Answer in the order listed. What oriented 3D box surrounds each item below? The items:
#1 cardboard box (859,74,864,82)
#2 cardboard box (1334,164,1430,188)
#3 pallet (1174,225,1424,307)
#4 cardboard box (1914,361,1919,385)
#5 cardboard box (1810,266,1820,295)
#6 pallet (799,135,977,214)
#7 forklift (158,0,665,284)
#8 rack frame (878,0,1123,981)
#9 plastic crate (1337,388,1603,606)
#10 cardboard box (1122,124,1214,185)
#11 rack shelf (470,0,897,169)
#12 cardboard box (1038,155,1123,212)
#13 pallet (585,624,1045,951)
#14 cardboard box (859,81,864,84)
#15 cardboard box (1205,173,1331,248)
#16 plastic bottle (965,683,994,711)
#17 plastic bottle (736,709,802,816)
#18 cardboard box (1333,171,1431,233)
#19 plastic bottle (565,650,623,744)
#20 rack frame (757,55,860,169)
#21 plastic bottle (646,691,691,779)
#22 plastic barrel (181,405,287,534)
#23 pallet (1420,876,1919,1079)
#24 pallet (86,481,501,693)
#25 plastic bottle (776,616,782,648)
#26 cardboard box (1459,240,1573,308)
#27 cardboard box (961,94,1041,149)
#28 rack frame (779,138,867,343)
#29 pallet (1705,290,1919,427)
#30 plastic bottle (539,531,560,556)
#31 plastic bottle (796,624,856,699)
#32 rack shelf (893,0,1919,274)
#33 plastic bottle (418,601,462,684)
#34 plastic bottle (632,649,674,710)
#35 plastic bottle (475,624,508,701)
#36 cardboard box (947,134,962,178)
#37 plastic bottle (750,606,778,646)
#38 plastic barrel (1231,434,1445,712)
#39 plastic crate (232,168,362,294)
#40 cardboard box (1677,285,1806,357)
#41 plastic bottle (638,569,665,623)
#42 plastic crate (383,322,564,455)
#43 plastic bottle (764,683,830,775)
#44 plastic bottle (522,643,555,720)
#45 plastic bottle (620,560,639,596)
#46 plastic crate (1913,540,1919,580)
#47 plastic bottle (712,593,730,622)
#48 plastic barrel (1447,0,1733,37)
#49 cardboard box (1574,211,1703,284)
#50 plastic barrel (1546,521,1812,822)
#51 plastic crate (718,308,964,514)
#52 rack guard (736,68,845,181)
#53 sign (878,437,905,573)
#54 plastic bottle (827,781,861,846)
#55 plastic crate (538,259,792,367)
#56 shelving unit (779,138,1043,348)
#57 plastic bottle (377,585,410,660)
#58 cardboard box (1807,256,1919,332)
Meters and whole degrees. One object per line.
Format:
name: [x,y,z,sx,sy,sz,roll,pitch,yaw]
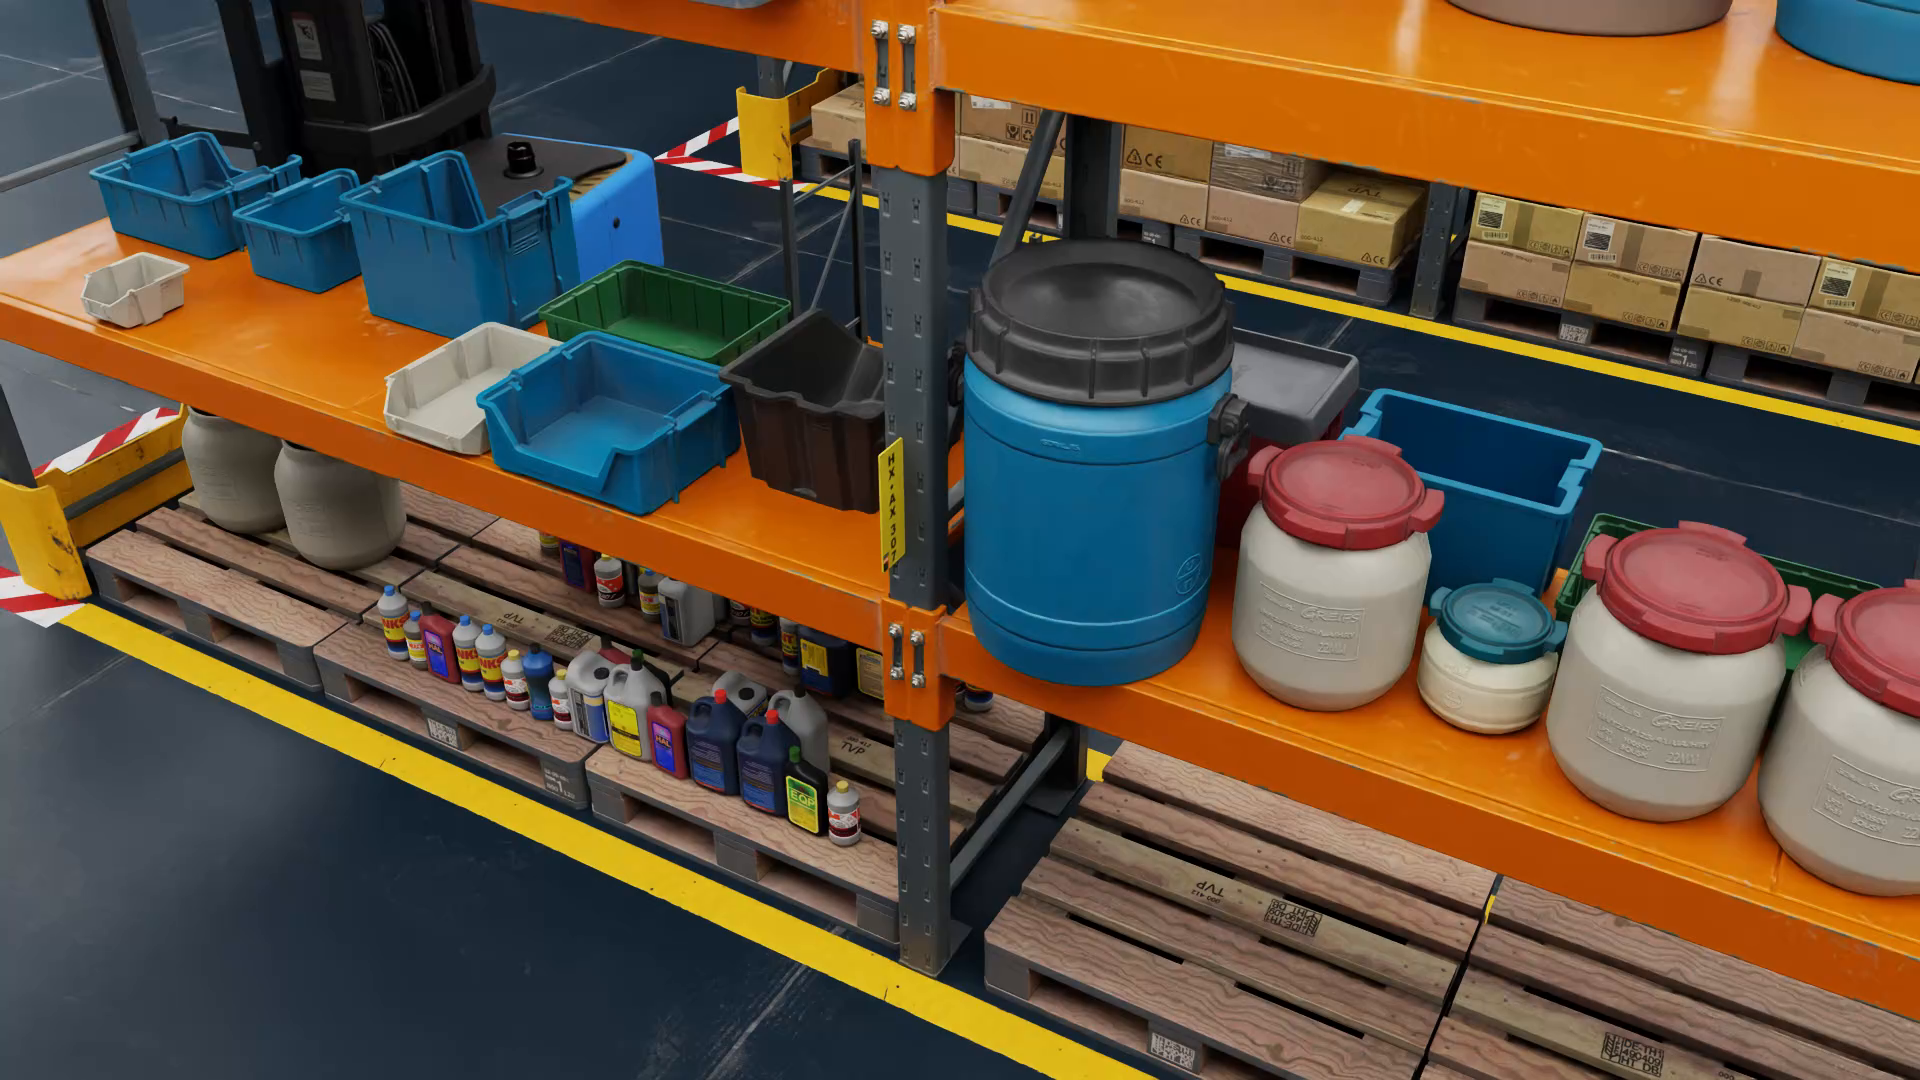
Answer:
cardboard box: [-0.276,-3.047,10.045,0.500,0.500,0.500,18,37,24]
cardboard box: [2.337,-2.230,8.817,0.500,0.500,0.500,18,37,24]
pallet: [1.914,-1.687,9.093,1.213,0.211,1.003,18,37,24]
cardboard box: [4.595,-0.846,7.416,0.500,0.250,0.500,18,38,25]
cardboard box: [4.412,-1.244,8.013,0.500,0.250,0.500,18,38,25]
pallet: [-0.204,-2.358,10.101,1.213,0.211,1.003,18,37,24]
forklift: [-2.926,-2.076,7.223,3.031,2.935,1.130,11,35,16]
rack frame: [0.123,-0.226,4.384,0.127,3.000,1.000,18,37,24]
plastic crate: [1.235,-0.066,4.157,0.575,0.384,0.392,18,37,24]
cardboard box: [1.209,-2.253,8.852,0.500,0.500,0.500,18,37,24]
rack shelf: [-1.613,-1.725,4.578,4.000,0.370,1.077,18,37,24]
cardboard box: [0.768,-2.071,9.256,0.500,0.250,0.500,18,37,24]
pallet: [-0.439,0.730,5.464,1.213,0.211,1.003,18,37,24]
cardboard box: [-0.277,-2.734,10.251,0.500,0.250,0.500,18,37,24]
cardboard box: [1.644,-1.804,8.854,0.500,0.250,0.500,18,37,24]
plastic bottle: [0.064,0.428,5.466,0.097,0.271,0.097,0,34,0]
plastic bottle: [-0.579,0.655,5.053,0.185,0.351,0.144,17,37,23]
cardboard box: [2.332,-1.913,9.018,0.500,0.250,0.500,18,37,24]
plastic bottle: [-1.165,0.498,5.357,0.135,0.276,0.152,18,38,25]
rack frame: [-0.889,-3.709,9.614,0.127,3.000,1.000,18,37,24]
plastic bottle: [-0.908,0.605,5.189,0.133,0.283,0.061,20,39,27]
plastic barrel: [-2.741,-0.321,6.392,0.421,0.512,0.421,0,34,0]
pallet: [1.887,1.467,4.357,1.213,0.211,1.003,18,37,24]
pallet: [-2.558,0.059,6.472,1.213,0.211,1.003,18,37,24]
plastic bottle: [-0.536,0.220,5.707,0.185,0.351,0.144,16,37,22]
cardboard box: [2.811,-1.409,8.262,0.500,0.250,0.500,17,37,23]
cardboard box: [0.342,-2.529,9.267,0.500,0.500,0.500,18,37,24]
rack frame: [-0.515,-0.788,6.579,0.032,1.500,0.500,18,37,24]
pallet: [4.306,-0.929,7.955,1.213,0.211,1.003,18,37,24]
plastic bottle: [-1.538,-0.051,6.247,0.097,0.201,0.097,0,34,0]
plastic bottle: [-0.444,0.341,5.525,0.185,0.351,0.144,18,37,24]
rack shelf: [1.859,-0.625,2.926,4.000,0.370,1.077,18,37,24]
plastic bottle: [-1.743,0.341,5.586,0.133,0.283,0.061,18,38,25]
plastic bottle: [-0.998,0.485,5.369,0.133,0.283,0.061,18,37,24]
plastic bottle: [-1.546,0.396,5.513,0.097,0.271,0.097,0,34,0]
cardboard box: [-0.098,-2.349,9.673,0.500,0.250,0.500,18,37,24]
plastic bottle: [-0.682,0.230,5.763,0.097,0.271,0.097,0,34,0]
plastic barrel: [0.845,0.086,3.792,0.433,0.535,0.433,0,34,0]
plastic crate: [-2.206,-1.089,5.814,0.408,0.251,0.499,18,37,24]
cardboard box: [3.705,-1.127,7.838,0.500,0.250,0.500,16,37,23]
plastic bottle: [-1.088,0.184,5.895,0.097,0.201,0.097,0,34,0]
plastic crate: [-1.413,-0.441,4.944,0.437,0.136,0.530,18,37,24]
plastic bottle: [-0.508,0.585,5.158,0.185,0.351,0.144,18,37,24]
plastic bottle: [-1.370,0.452,5.429,0.097,0.271,0.097,0,34,0]
plastic bottle: [-1.212,0.039,6.046,0.135,0.276,0.152,17,37,23]
plastic crate: [2.345,0.255,3.602,0.583,0.464,0.402,18,37,24]
plastic bottle: [-0.905,0.103,5.883,0.185,0.351,0.144,17,37,24]
plastic barrel: [1.240,-1.468,3.090,0.600,0.901,0.600,0,34,0]
cardboard box: [3.251,-1.499,7.891,0.500,0.311,0.500,17,37,24]
plastic barrel: [1.482,0.288,3.489,0.433,0.535,0.433,0,34,0]
plastic crate: [-0.268,-0.406,4.709,0.504,0.338,0.767,18,37,24]
rack guard: [-0.910,-2.675,10.316,0.348,0.500,1.175,18,37,24]
sign: [-0.160,-0.080,3.914,0.005,0.325,0.100,18,37,24]
plastic bottle: [-0.347,0.806,4.962,0.097,0.201,0.097,0,34,0]
plastic crate: [-0.916,-0.647,5.207,0.662,0.188,0.450,18,37,24]
shelving unit: [-0.066,-0.645,6.366,1.083,1.500,0.587,18,37,24]
plastic bottle: [-1.930,0.275,5.696,0.097,0.271,0.097,0,34,0]
cardboard box: [4.155,-1.217,7.467,0.500,0.311,0.500,19,38,26]
